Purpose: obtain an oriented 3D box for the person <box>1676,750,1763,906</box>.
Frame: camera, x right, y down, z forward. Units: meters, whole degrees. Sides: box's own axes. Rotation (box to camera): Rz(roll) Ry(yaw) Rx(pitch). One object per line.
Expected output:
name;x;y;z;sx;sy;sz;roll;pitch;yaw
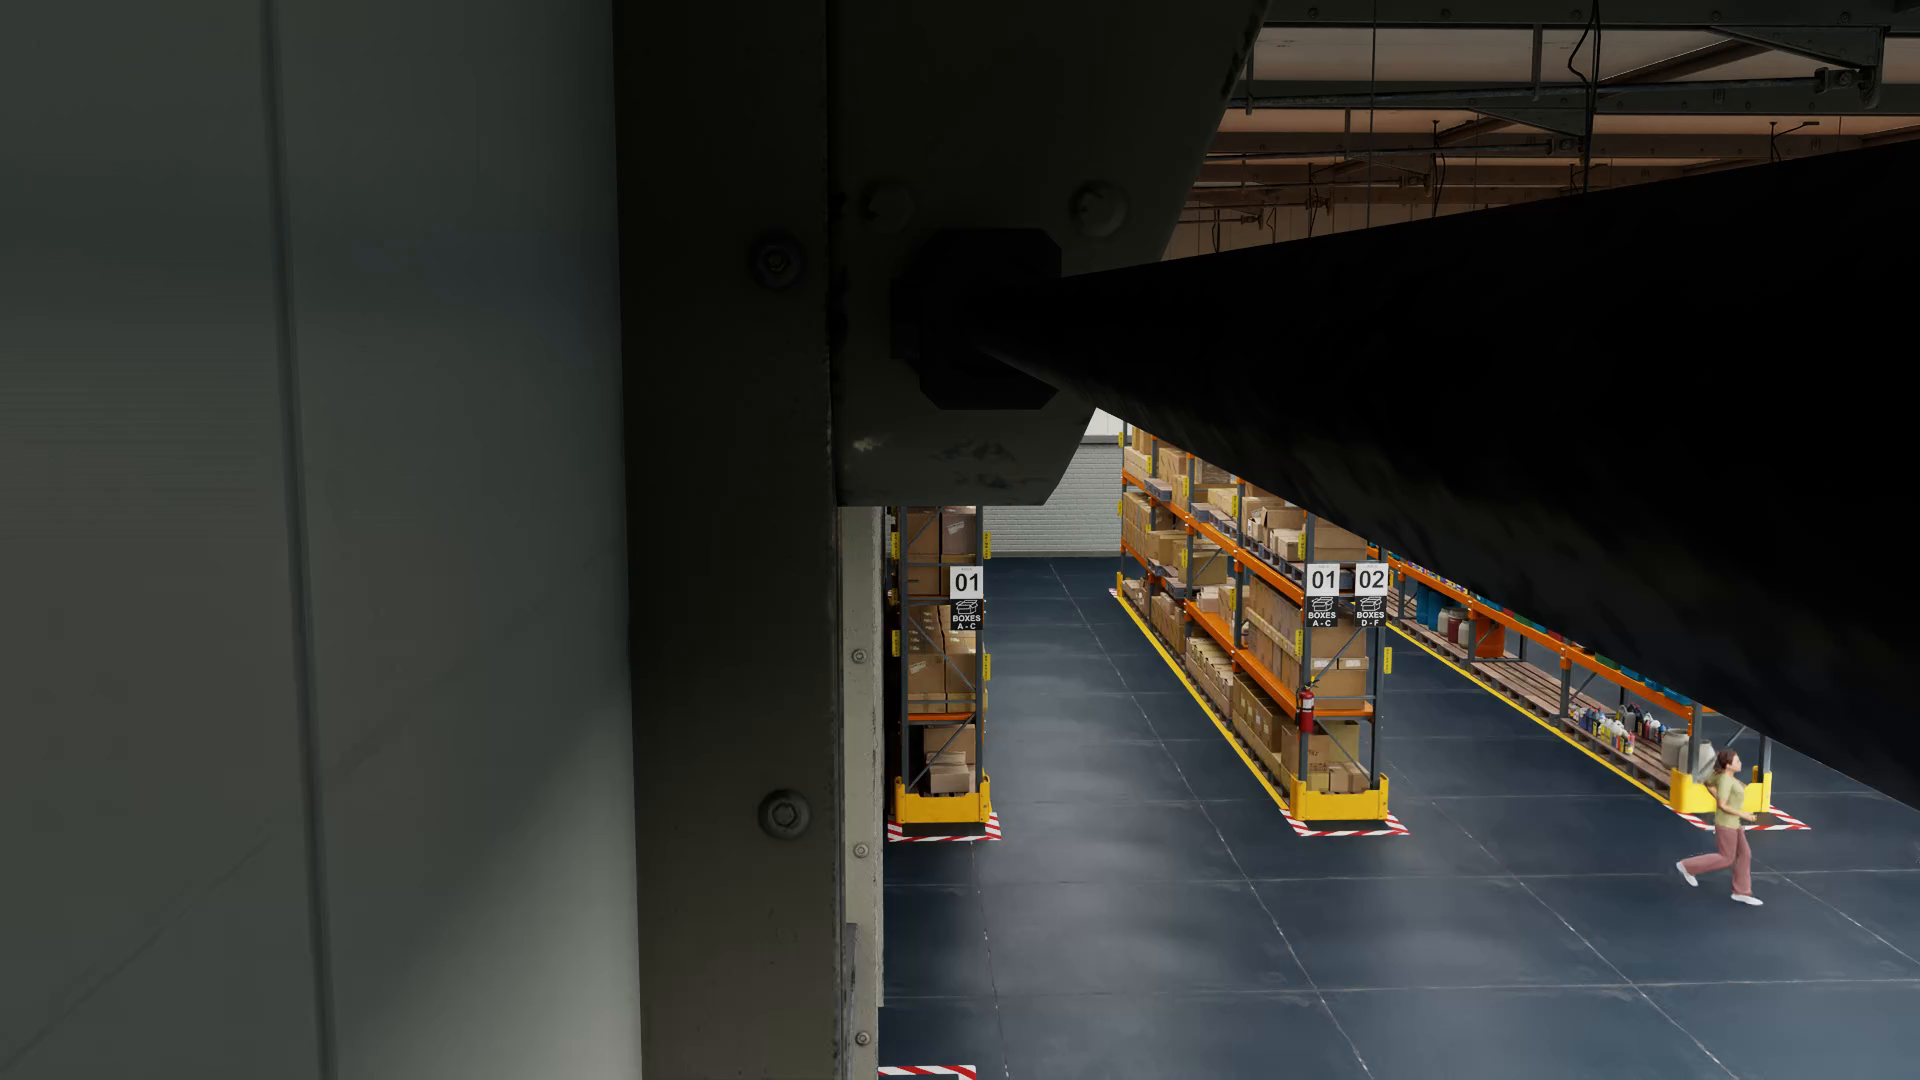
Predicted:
person;8.143;3.046;17.752;0.866;1.664;0.587;3;9;23
